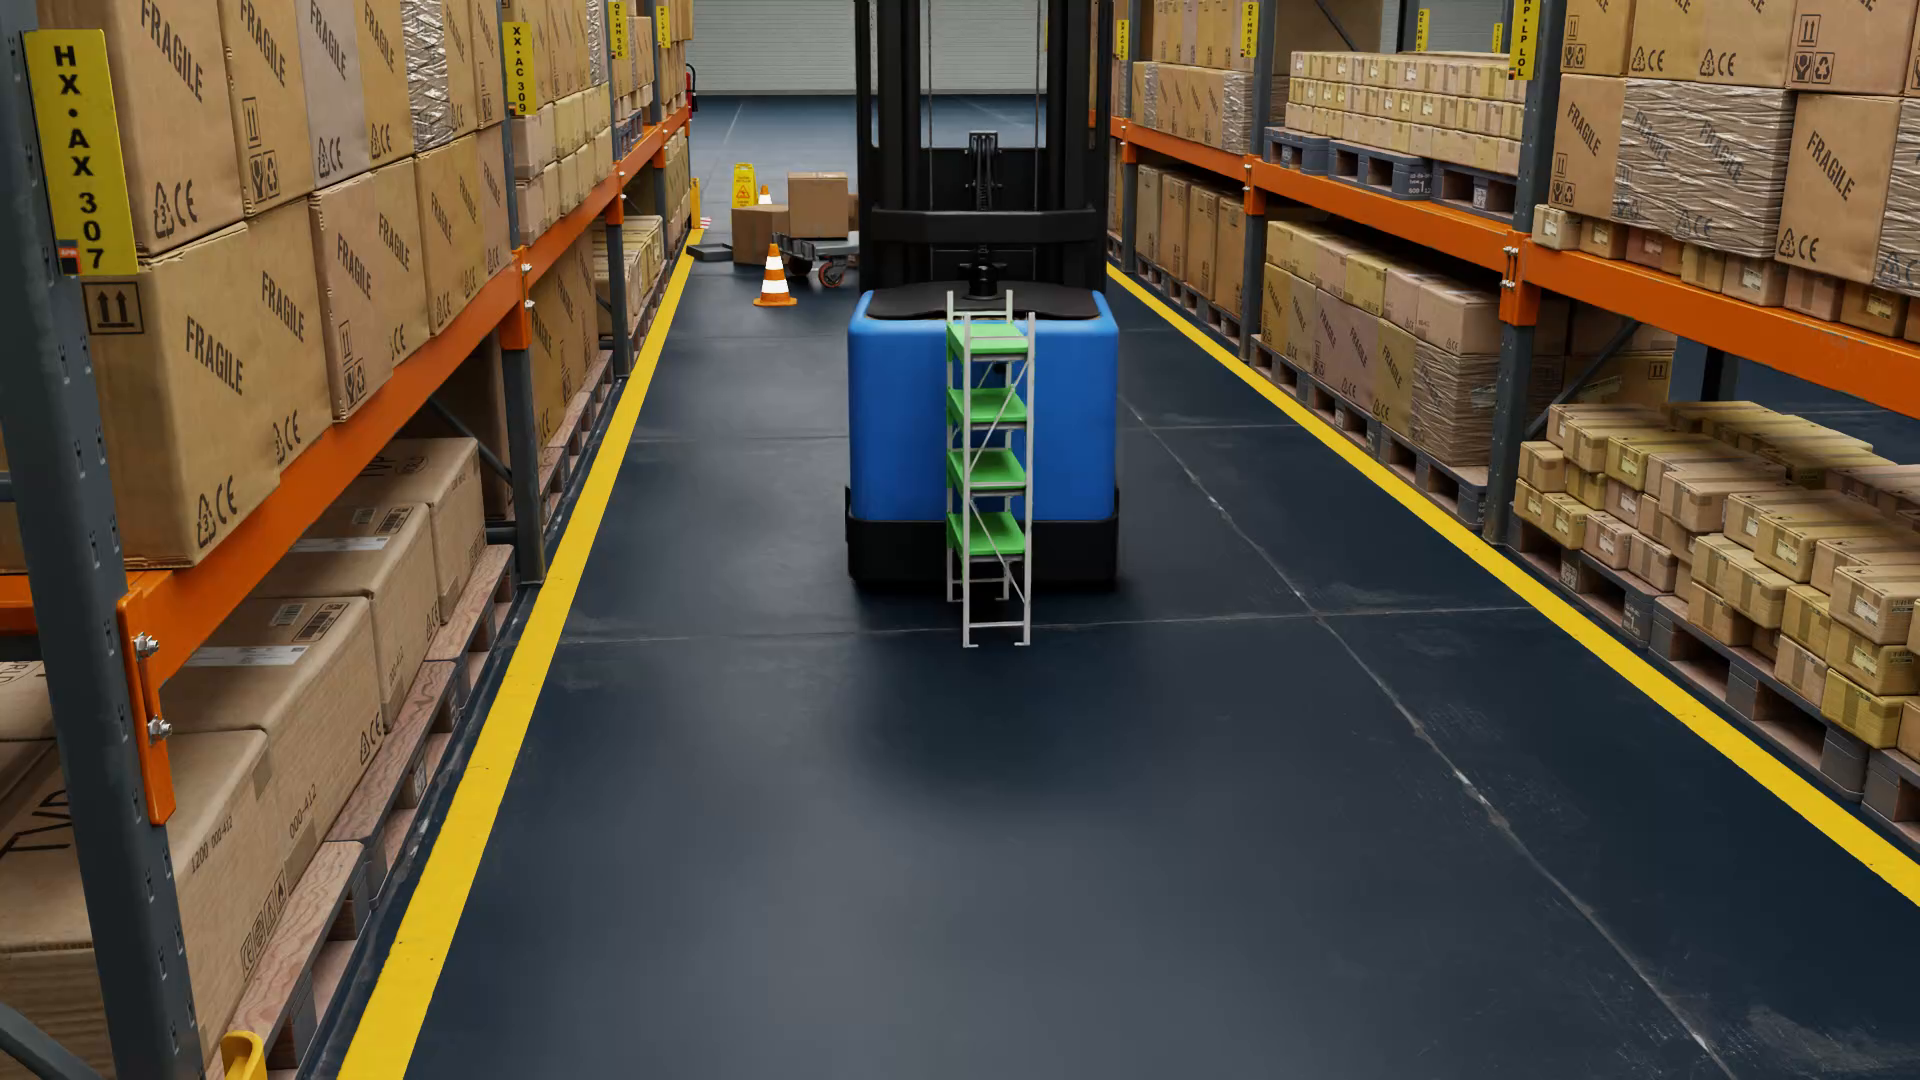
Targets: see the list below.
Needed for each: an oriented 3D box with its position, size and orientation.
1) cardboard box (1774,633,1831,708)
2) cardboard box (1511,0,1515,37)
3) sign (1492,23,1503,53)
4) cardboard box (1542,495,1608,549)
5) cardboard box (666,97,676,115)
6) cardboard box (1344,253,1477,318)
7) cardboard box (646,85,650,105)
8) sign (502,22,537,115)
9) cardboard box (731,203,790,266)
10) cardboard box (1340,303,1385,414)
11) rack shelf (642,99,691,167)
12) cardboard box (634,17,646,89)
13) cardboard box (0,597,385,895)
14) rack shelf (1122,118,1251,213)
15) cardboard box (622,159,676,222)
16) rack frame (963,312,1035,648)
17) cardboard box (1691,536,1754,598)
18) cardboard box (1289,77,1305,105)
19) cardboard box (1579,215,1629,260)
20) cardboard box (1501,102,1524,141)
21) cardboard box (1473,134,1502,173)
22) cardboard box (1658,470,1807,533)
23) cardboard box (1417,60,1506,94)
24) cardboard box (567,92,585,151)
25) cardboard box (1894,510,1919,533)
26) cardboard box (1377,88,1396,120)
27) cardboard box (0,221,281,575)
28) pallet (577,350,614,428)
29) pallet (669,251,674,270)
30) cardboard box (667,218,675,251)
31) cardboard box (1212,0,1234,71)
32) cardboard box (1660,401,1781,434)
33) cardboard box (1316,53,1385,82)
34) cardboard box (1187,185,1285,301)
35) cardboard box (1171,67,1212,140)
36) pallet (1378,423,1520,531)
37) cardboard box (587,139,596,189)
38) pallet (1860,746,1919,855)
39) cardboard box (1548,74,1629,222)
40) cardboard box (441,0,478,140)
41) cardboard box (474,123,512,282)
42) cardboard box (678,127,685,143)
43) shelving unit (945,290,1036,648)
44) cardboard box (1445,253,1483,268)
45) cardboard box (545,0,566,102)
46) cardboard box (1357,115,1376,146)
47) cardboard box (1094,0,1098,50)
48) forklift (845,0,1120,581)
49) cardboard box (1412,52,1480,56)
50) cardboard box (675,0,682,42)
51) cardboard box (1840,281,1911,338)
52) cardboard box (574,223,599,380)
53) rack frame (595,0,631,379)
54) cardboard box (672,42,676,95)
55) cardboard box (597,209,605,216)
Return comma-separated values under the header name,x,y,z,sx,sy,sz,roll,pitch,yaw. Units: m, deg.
name,x,y,z,sx,sy,sz,roll,pitch,yaw
cardboard box,2.703,0.385,5.000,0.380,0.149,0.250,-1,17,-5
cardboard box,6.249,-5.624,17.751,0.500,0.500,0.500,-2,18,-6
sign,5.923,-5.526,18.326,0.100,0.325,0.005,-2,18,-6
cardboard box,2.502,-0.074,6.464,0.380,0.149,0.250,-1,17,-4
cardboard box,-2.818,-3.997,15.321,0.380,0.149,0.250,-2,18,-5
cardboard box,2.320,-1.322,8.600,0.500,0.250,0.500,-3,18,-8
cardboard box,-2.582,-3.413,12.759,0.380,0.149,0.250,-2,18,-7
sign,-1.605,-1.717,6.061,0.100,0.325,0.005,-2,18,-6
cardboard box,-1.739,-2.802,15.263,0.500,0.500,0.500,11,21,32
cardboard box,2.329,-0.958,8.692,0.500,0.500,0.500,-2,18,-7
rack shelf,-3.188,-3.885,15.744,1.077,0.370,4.000,-2,18,-6
cardboard box,-2.606,-3.590,12.239,0.500,0.500,0.500,-1,17,-4
cardboard box,-2.014,0.499,4.155,0.875,0.438,0.875,-1,17,-4
rack shelf,2.138,-2.876,12.531,1.077,0.370,4.000,-2,18,-6
cardboard box,-2.774,-3.062,14.561,0.500,0.500,0.500,-1,17,-3
rack frame,0.132,-0.192,5.783,0.240,1.200,0.015,-2,18,-7
cardboard box,2.645,0.089,5.449,0.380,0.149,0.250,-2,18,-6
cardboard box,2.194,-2.696,9.977,0.380,0.149,0.250,-1,17,-3
cardboard box,2.561,-1.143,6.228,0.380,0.149,0.250,-1,17,-4
cardboard box,2.519,-1.766,7.018,0.380,0.149,0.250,-1,17,-4
cardboard box,2.491,-1.702,7.308,0.380,0.149,0.250,-2,18,-5
cardboard box,2.625,-0.134,5.660,0.380,0.149,0.250,-1,17,-4
cardboard box,2.419,-2.218,7.960,0.380,0.149,0.250,-2,18,-7
cardboard box,-2.083,-2.012,7.992,0.500,0.250,0.500,-2,18,-7
cardboard box,3.177,0.006,5.215,0.380,0.149,0.250,-2,18,-6
cardboard box,2.360,-2.232,8.499,0.380,0.149,0.250,-1,17,-4
cardboard box,-1.508,-0.256,2.819,0.500,0.500,0.500,-2,18,-6
pallet,-2.563,-0.873,9.604,1.003,0.211,1.213,-2,18,-6
pallet,-3.086,-2.501,14.790,1.003,0.211,1.213,-2,18,-6
cardboard box,-2.774,-2.705,14.674,0.500,0.250,0.500,-3,18,-8
cardboard box,2.199,-3.586,11.754,0.700,0.500,0.500,-2,18,-6
cardboard box,3.052,-0.458,6.692,0.380,0.149,0.250,-1,17,-4
cardboard box,2.250,-2.691,9.465,0.380,0.149,0.250,-2,18,-6
cardboard box,2.277,-2.195,12.215,1.050,0.750,0.750,-2,17,-5
cardboard box,1.872,-3.247,12.345,0.500,0.500,0.500,-2,17,-5
pallet,2.675,-0.333,7.886,1.003,0.211,1.213,-2,18,-6
cardboard box,-2.154,-1.924,8.548,0.500,0.250,0.500,-2,18,-6
pallet,3.113,0.825,4.198,1.003,0.211,1.213,-2,18,-6
cardboard box,2.557,-1.466,6.175,0.500,0.500,0.500,-2,18,-7
cardboard box,-1.789,-1.490,5.079,0.500,0.500,0.500,-2,18,-6
cardboard box,-1.854,-1.166,5.716,0.500,0.500,0.500,-2,18,-5
cardboard box,-2.948,-4.042,16.597,0.380,0.149,0.250,-1,17,-4
shelving unit,0.101,-0.264,6.014,0.258,1.200,0.503,-2,18,-7
cardboard box,2.838,-1.336,8.645,0.500,0.250,0.500,-1,17,-4
cardboard box,-2.045,-2.214,7.384,0.500,0.500,0.500,-2,18,-7
cardboard box,2.328,-2.169,8.797,0.380,0.149,0.250,-2,17,-5
cardboard box,1.774,-4.996,16.029,0.875,0.550,0.500,-2,18,-6
forklift,0.104,-1.625,7.461,1.130,2.935,3.031,0,17,1
cardboard box,2.874,-2.781,9.752,0.380,0.149,0.250,-2,18,-6
cardboard box,-2.867,-4.740,14.934,0.700,0.500,0.500,-2,18,-7
cardboard box,2.766,-0.673,4.734,0.380,0.149,0.250,-1,17,-5
cardboard box,-2.580,-1.419,9.534,0.875,0.875,0.875,-2,18,-6
rack frame,-2.569,-2.440,9.942,1.000,3.000,0.127,-2,18,-6
cardboard box,-2.936,-4.410,15.553,0.500,0.500,0.500,-2,17,-5
cardboard box,-3.310,-3.046,14.510,0.500,0.500,0.500,-2,18,-6
